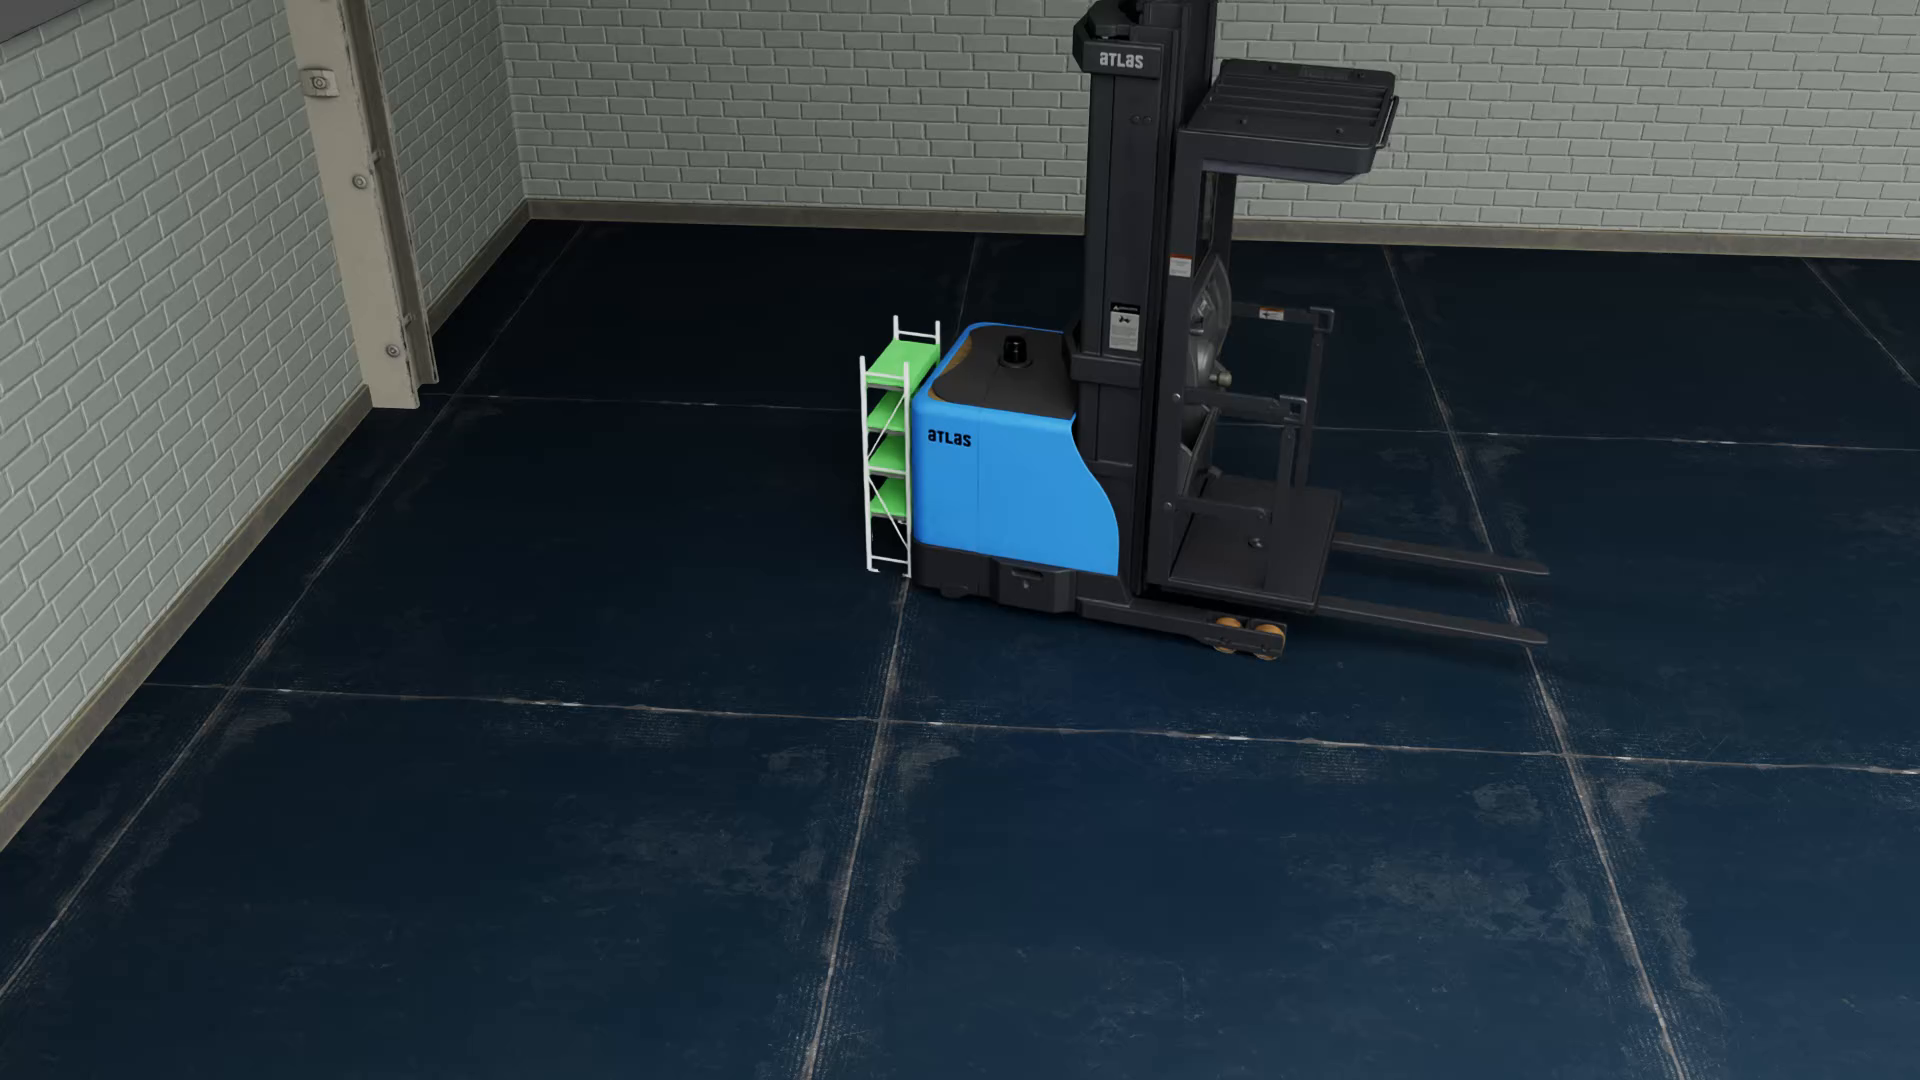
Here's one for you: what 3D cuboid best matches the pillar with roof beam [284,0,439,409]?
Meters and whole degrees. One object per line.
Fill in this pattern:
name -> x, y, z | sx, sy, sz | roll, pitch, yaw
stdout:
pillar with roof beam -> 0.875, -4.549, 7.555 | 9.100, 9.000, 0.400 | 2, 32, 4

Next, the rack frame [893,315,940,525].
rack frame -> -0.215, -0.586, 8.557 | 0.240, 1.200, 0.015 | 9, 33, 14

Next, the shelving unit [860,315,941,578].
shelving unit -> -0.286, -0.463, 8.358 | 0.258, 1.200, 0.503 | 9, 33, 14

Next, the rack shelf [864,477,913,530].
rack shelf -> -0.286, -0.205, 8.518 | 0.258, 0.148, 0.480 | 9, 33, 14

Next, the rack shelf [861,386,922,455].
rack shelf -> -0.286, -0.613, 8.266 | 0.258, 0.148, 0.480 | 9, 33, 14

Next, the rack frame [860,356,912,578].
rack frame -> -0.357, -0.341, 8.160 | 0.240, 1.200, 0.015 | 9, 33, 14

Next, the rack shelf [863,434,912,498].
rack shelf -> -0.286, -0.409, 8.392 | 0.258, 0.148, 0.480 | 9, 33, 14

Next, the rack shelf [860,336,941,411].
rack shelf -> -0.286, -0.818, 8.140 | 0.258, 0.148, 0.480 | 9, 33, 14

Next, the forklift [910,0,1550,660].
forklift -> 1.330, -0.996, 7.572 | 3.031, 2.935, 1.130 | 9, 33, 15
